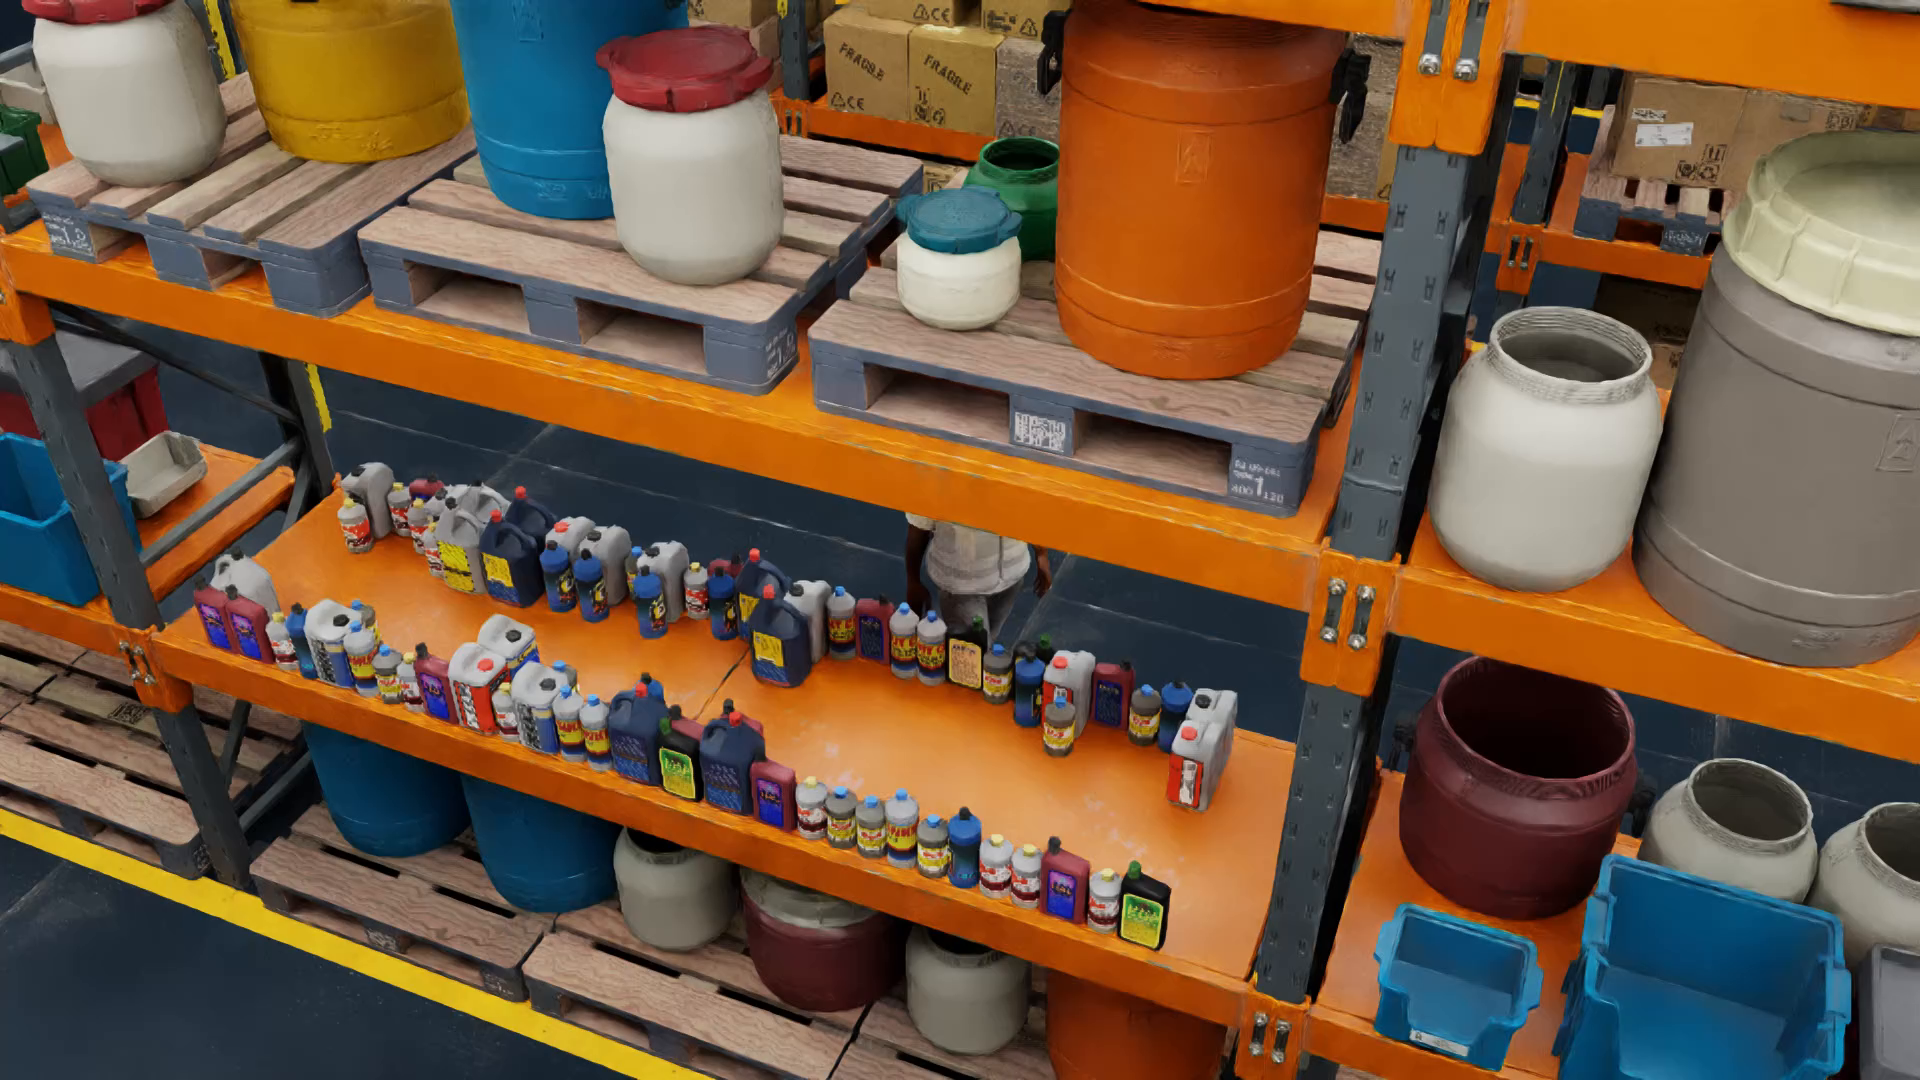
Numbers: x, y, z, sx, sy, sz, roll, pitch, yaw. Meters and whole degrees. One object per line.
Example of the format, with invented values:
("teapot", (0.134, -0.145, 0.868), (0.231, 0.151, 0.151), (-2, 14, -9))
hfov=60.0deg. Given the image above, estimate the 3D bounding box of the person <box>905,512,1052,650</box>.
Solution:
("person", (0.105, 0.141, 6.604), (0.578, 1.767, 0.657), (-23, 43, -27))
